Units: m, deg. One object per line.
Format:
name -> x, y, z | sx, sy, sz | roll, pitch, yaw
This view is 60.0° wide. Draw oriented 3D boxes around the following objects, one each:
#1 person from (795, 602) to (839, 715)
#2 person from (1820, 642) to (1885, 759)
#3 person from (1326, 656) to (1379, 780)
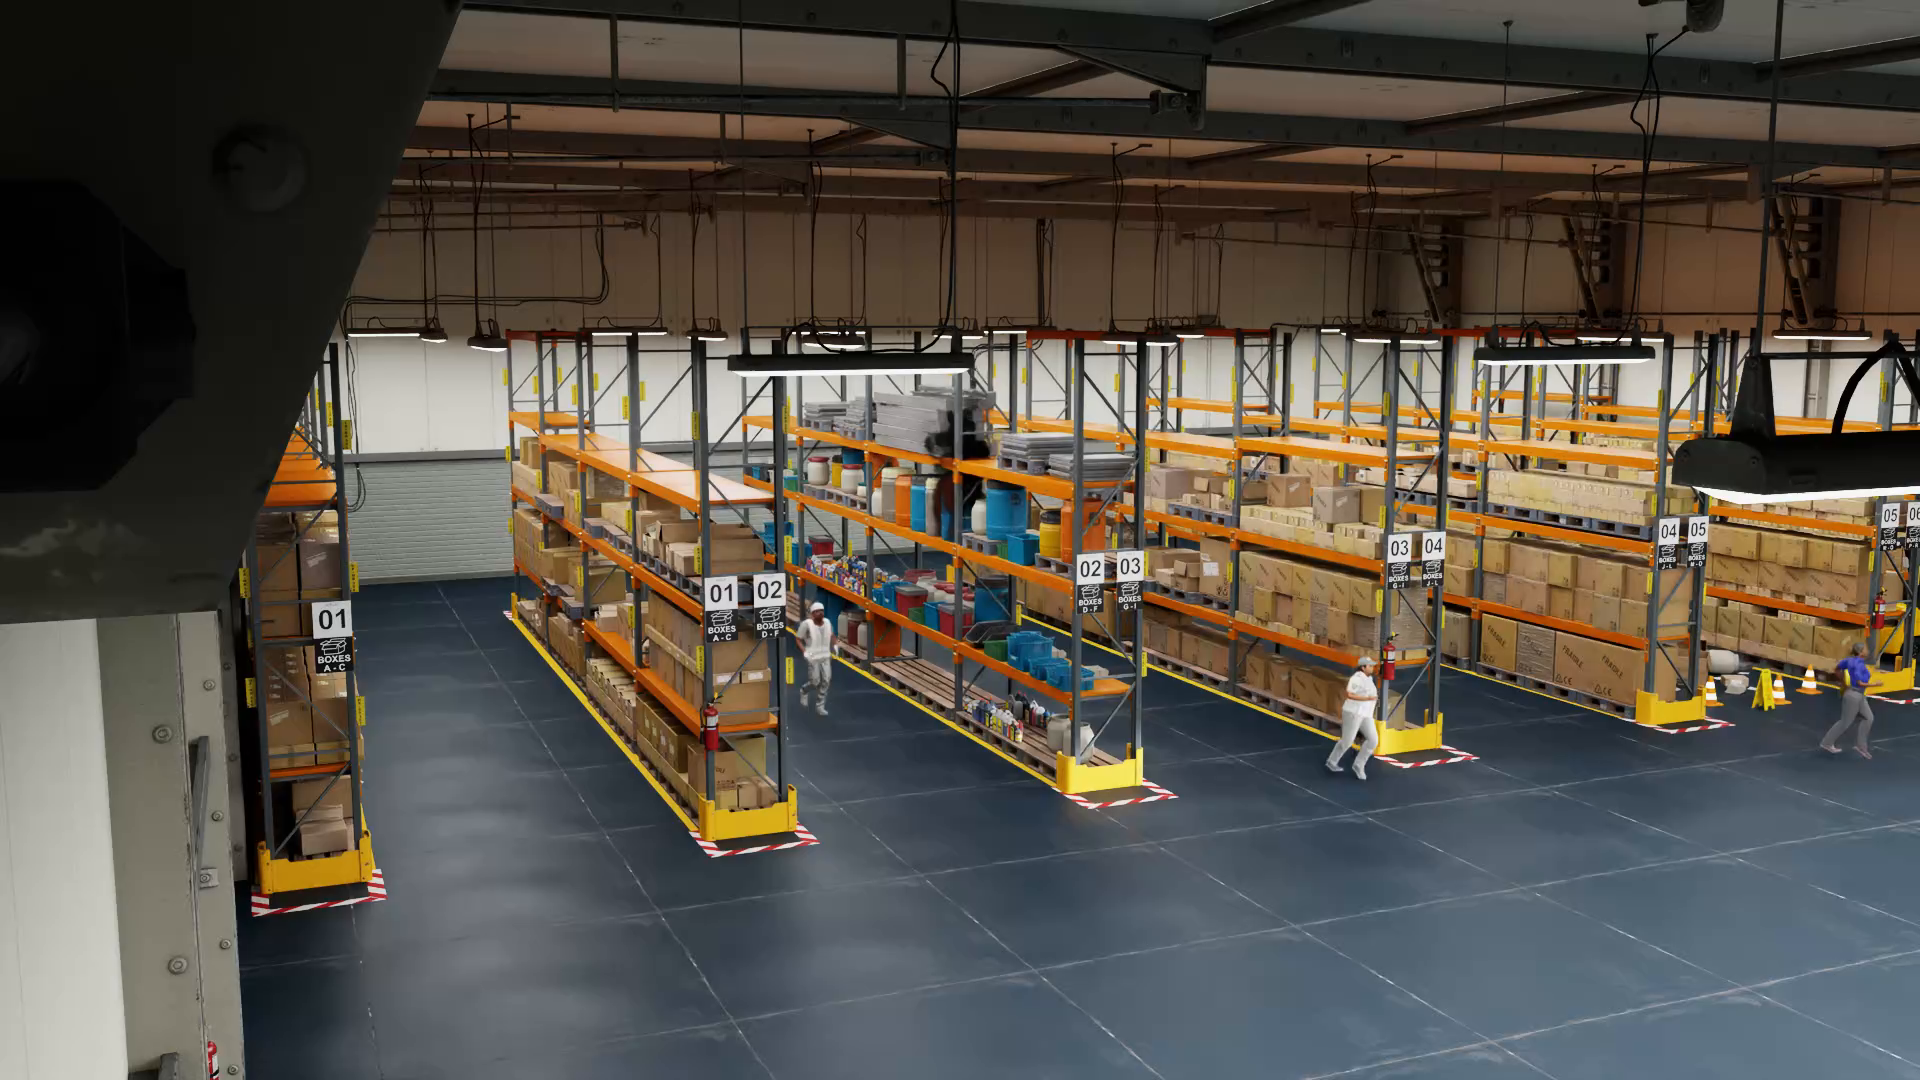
person -> -2.230, 1.824, 25.892 | 0.704, 1.755, 0.619 | -5, 9, -34
person -> 12.750, 2.300, 23.739 | 0.766, 1.718, 0.567 | 4, 9, 25
person -> 5.490, 2.435, 22.879 | 0.632, 1.689, 0.688 | -6, 10, -39
